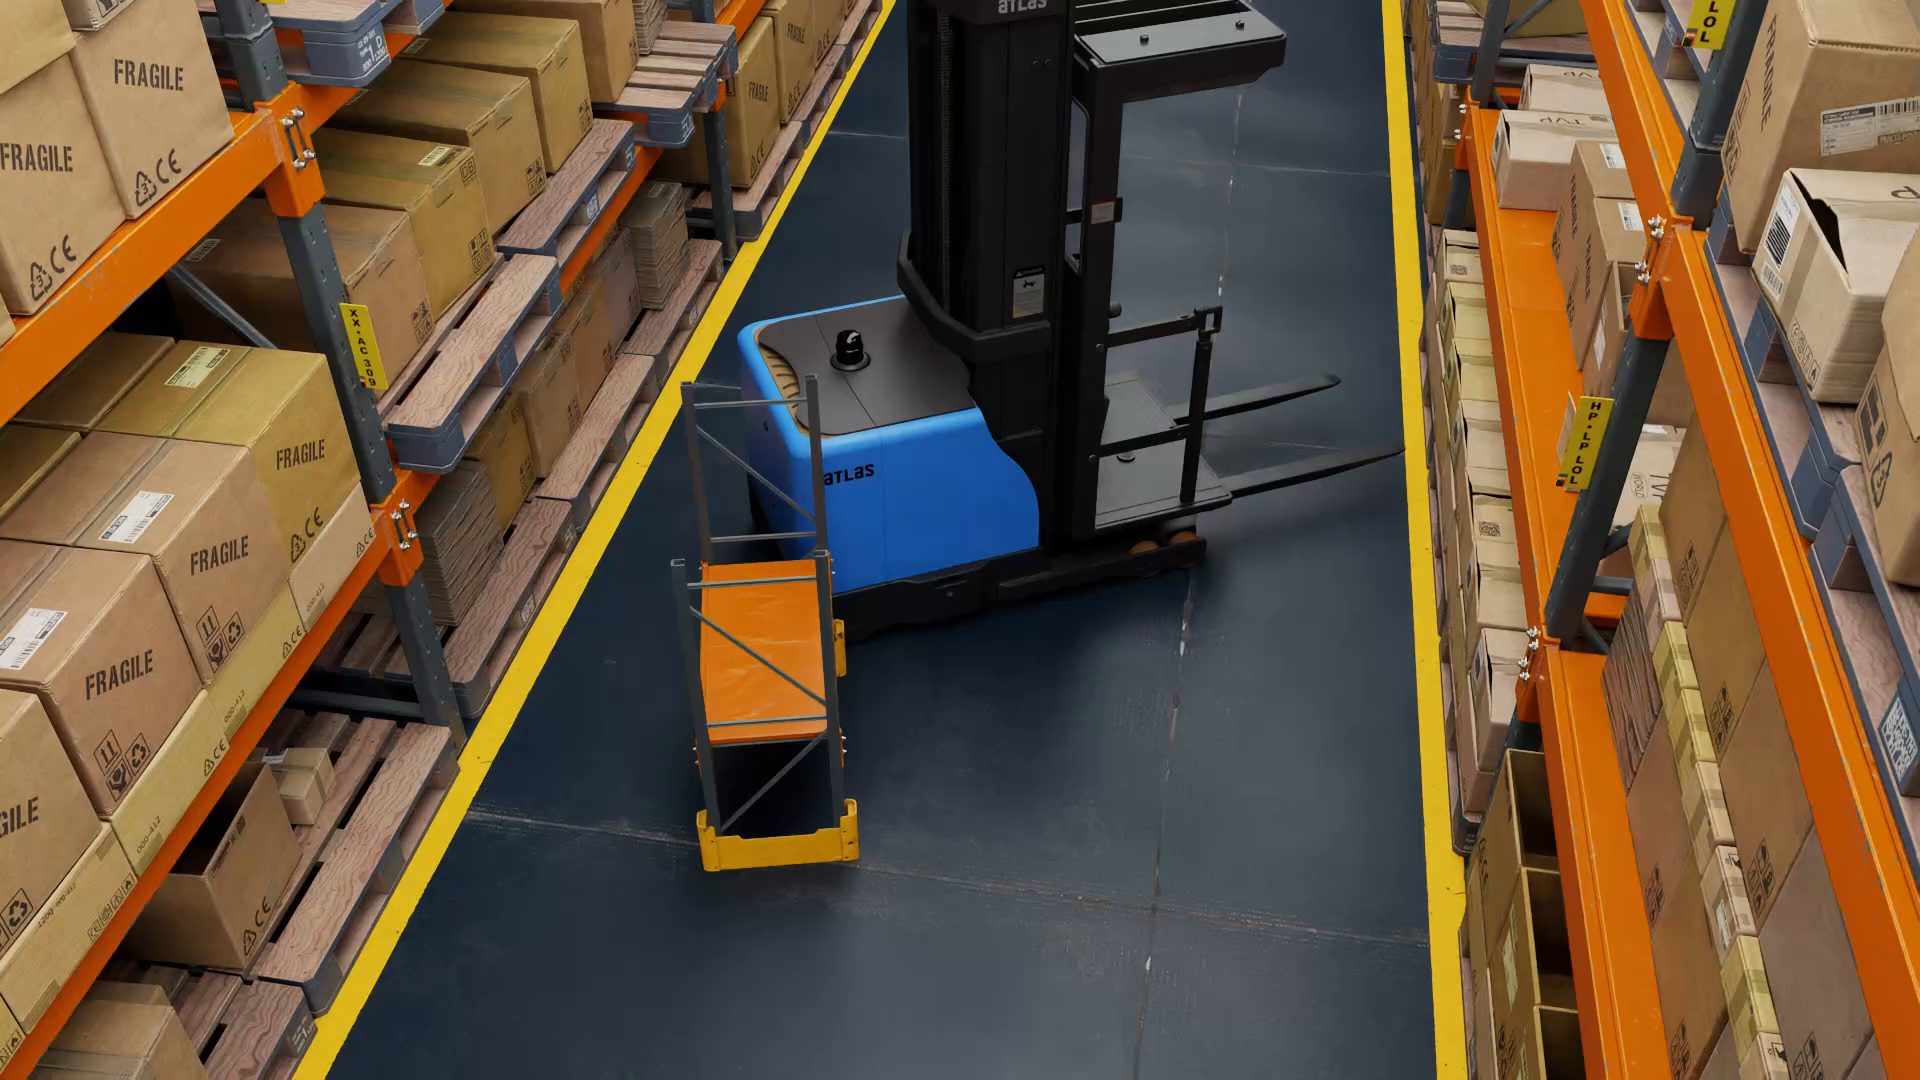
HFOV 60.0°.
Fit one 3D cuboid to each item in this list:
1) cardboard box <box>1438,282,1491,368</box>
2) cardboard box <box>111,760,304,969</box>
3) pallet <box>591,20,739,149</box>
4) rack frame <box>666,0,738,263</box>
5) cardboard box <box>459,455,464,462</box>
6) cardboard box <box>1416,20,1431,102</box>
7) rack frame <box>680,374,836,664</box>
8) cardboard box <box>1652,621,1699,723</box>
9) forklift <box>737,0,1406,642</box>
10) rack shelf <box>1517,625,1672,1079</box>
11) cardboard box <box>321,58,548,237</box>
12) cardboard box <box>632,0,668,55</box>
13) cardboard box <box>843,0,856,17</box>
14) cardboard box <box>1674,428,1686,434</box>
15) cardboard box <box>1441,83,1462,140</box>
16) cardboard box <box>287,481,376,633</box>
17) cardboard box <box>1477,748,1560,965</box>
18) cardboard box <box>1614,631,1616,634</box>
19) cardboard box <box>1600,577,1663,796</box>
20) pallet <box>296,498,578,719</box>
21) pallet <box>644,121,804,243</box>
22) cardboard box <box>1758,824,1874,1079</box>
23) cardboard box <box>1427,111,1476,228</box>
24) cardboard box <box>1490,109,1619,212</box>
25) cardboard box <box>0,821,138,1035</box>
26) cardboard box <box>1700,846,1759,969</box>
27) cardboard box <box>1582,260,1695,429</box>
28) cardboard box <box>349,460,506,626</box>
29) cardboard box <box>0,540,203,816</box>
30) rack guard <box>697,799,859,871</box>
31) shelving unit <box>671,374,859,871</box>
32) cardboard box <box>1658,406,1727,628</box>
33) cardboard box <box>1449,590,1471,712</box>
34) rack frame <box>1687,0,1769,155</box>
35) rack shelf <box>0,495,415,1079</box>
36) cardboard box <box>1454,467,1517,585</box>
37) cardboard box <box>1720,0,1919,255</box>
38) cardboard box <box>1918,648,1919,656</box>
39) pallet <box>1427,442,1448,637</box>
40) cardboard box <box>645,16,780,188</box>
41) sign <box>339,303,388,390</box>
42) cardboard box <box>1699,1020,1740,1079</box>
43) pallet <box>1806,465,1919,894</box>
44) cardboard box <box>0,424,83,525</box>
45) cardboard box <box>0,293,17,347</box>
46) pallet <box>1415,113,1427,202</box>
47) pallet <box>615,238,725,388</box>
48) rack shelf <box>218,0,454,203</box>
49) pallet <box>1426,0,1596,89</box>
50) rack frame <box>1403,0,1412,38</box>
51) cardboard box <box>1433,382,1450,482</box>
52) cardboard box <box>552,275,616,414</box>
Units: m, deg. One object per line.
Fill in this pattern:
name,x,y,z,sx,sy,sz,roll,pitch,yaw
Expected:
cardboard box,2.605,-1.015,8.012,0.500,0.311,0.500,5,40,7
cardboard box,-2.645,1.092,5.691,0.500,0.500,0.500,4,40,4
pallet,-1.831,-2.335,8.370,1.213,0.211,1.003,6,40,8
rack frame,-1.812,-2.868,8.864,1.000,3.000,0.127,6,40,8
cardboard box,-2.321,-0.593,7.141,0.500,0.250,0.500,6,40,7
cardboard box,3.261,-3.115,10.780,0.500,0.500,0.500,7,40,8
rack frame,-0.776,-0.010,6.585,0.500,1.500,0.032,-4,40,-4
cardboard box,2.052,0.365,4.367,0.380,0.149,0.250,5,40,7
forklift,0.593,-1.266,6.981,3.031,2.935,1.130,-13,41,-15
rack shelf,2.029,1.719,3.881,1.077,0.370,4.000,6,40,8
cardboard box,-2.196,-1.648,6.965,0.700,0.500,0.500,12,41,14
cardboard box,-1.884,-2.780,8.334,0.700,0.500,0.500,2,40,2
cardboard box,-1.104,-4.289,11.941,0.750,0.750,0.750,7,40,8
cardboard box,2.730,-0.250,5.896,0.380,0.149,0.250,6,40,8
cardboard box,3.004,-2.468,9.409,0.500,0.250,0.500,8,40,9
cardboard box,-2.288,0.023,5.470,0.500,0.250,0.500,6,40,8
cardboard box,1.987,1.052,5.363,0.500,0.500,0.500,6,40,8
cardboard box,2.784,0.323,6.394,0.500,0.311,0.500,6,40,7
cardboard box,2.305,0.427,4.801,0.700,0.500,0.500,5,40,7
pallet,-2.371,0.229,7.308,1.003,0.211,1.213,6,40,8
pallet,-1.601,-2.279,10.341,1.003,0.211,1.213,6,40,8
cardboard box,2.044,0.872,3.245,0.700,0.500,0.500,6,40,8
cardboard box,2.998,-2.143,9.604,0.500,0.500,0.500,8,40,9
cardboard box,2.722,-1.750,7.582,0.500,0.311,0.500,6,40,7
cardboard box,-2.540,0.968,4.327,0.500,0.250,0.500,7,40,8
cardboard box,1.919,0.854,3.775,0.380,0.149,0.250,5,40,6
cardboard box,2.615,-0.663,6.119,0.500,0.500,0.500,9,40,11
cardboard box,-2.393,-0.027,7.045,0.700,0.500,0.500,8,40,9
cardboard box,-2.460,0.363,4.470,0.500,0.500,0.500,5,40,6
rack guard,-0.676,1.104,6.218,0.587,0.250,0.087,-4,40,-4
shelving unit,-0.726,0.307,6.202,0.587,1.500,1.083,-4,40,-4
cardboard box,2.305,-0.073,4.387,0.700,0.500,0.500,7,40,8
cardboard box,2.251,0.475,6.650,0.500,0.250,0.500,6,40,7
rack frame,2.375,-2.126,3.259,1.000,3.000,0.127,6,40,8
rack shelf,-2.850,1.175,4.539,1.077,0.370,4.000,6,40,8
cardboard box,2.336,-0.058,6.854,0.500,0.311,0.500,6,40,8
cardboard box,2.028,-0.937,3.657,0.500,0.500,0.500,10,41,11
cardboard box,1.719,0.259,2.360,0.500,0.311,0.500,11,41,13
pallet,2.673,0.027,7.552,1.003,0.211,1.213,6,40,8
cardboard box,-1.556,-2.648,9.956,0.750,0.750,0.750,6,40,7
sign,-1.969,-0.636,5.486,0.100,0.325,0.005,6,40,8
cardboard box,2.042,1.395,3.630,0.700,0.500,0.500,8,40,9
pallet,2.040,0.366,2.669,1.003,0.211,1.213,6,40,8
cardboard box,-2.885,0.000,4.910,0.500,0.500,0.500,6,40,7
cardboard box,-2.507,-0.548,3.610,0.500,0.500,0.500,5,40,6
pallet,3.447,-2.477,10.580,1.003,0.211,1.213,6,40,8
pallet,-1.949,-1.303,9.160,1.003,0.211,1.213,6,40,8
rack shelf,-2.158,-2.491,6.620,1.077,0.370,4.000,6,40,8
pallet,3.116,-2.683,8.792,1.213,0.211,1.003,6,40,8
rack frame,3.760,-4.834,11.243,1.000,3.000,0.127,6,40,8
cardboard box,2.517,-0.487,7.813,0.500,0.250,0.500,5,40,6
cardboard box,-2.147,-0.991,8.211,0.700,0.500,0.500,6,40,7
